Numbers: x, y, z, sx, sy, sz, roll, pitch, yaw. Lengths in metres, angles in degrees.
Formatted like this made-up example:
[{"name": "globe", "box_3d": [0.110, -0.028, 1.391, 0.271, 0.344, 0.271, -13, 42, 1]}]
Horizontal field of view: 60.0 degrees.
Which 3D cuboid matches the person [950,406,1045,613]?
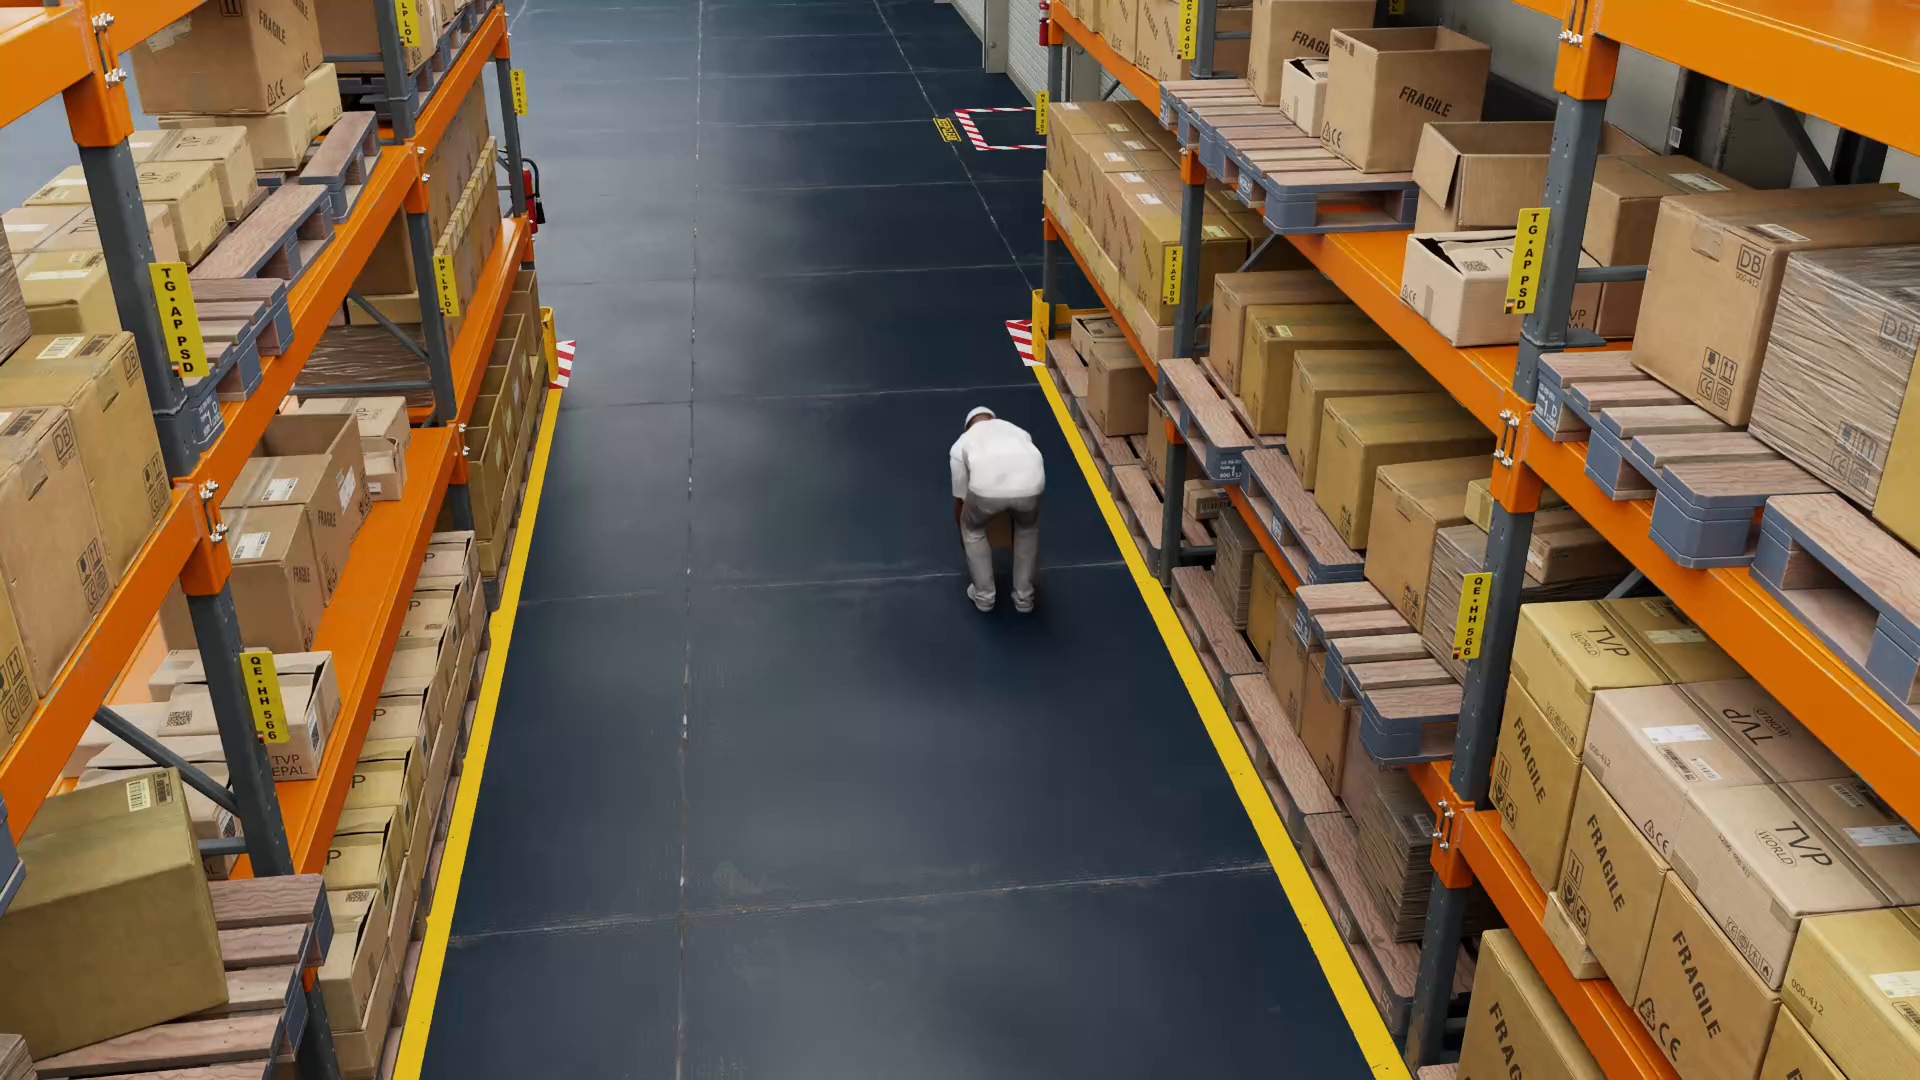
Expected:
[{"name": "person", "box_3d": [0.195, -0.194, 9.739, 0.489, 1.065, 0.982, -5, 27, -9]}]
